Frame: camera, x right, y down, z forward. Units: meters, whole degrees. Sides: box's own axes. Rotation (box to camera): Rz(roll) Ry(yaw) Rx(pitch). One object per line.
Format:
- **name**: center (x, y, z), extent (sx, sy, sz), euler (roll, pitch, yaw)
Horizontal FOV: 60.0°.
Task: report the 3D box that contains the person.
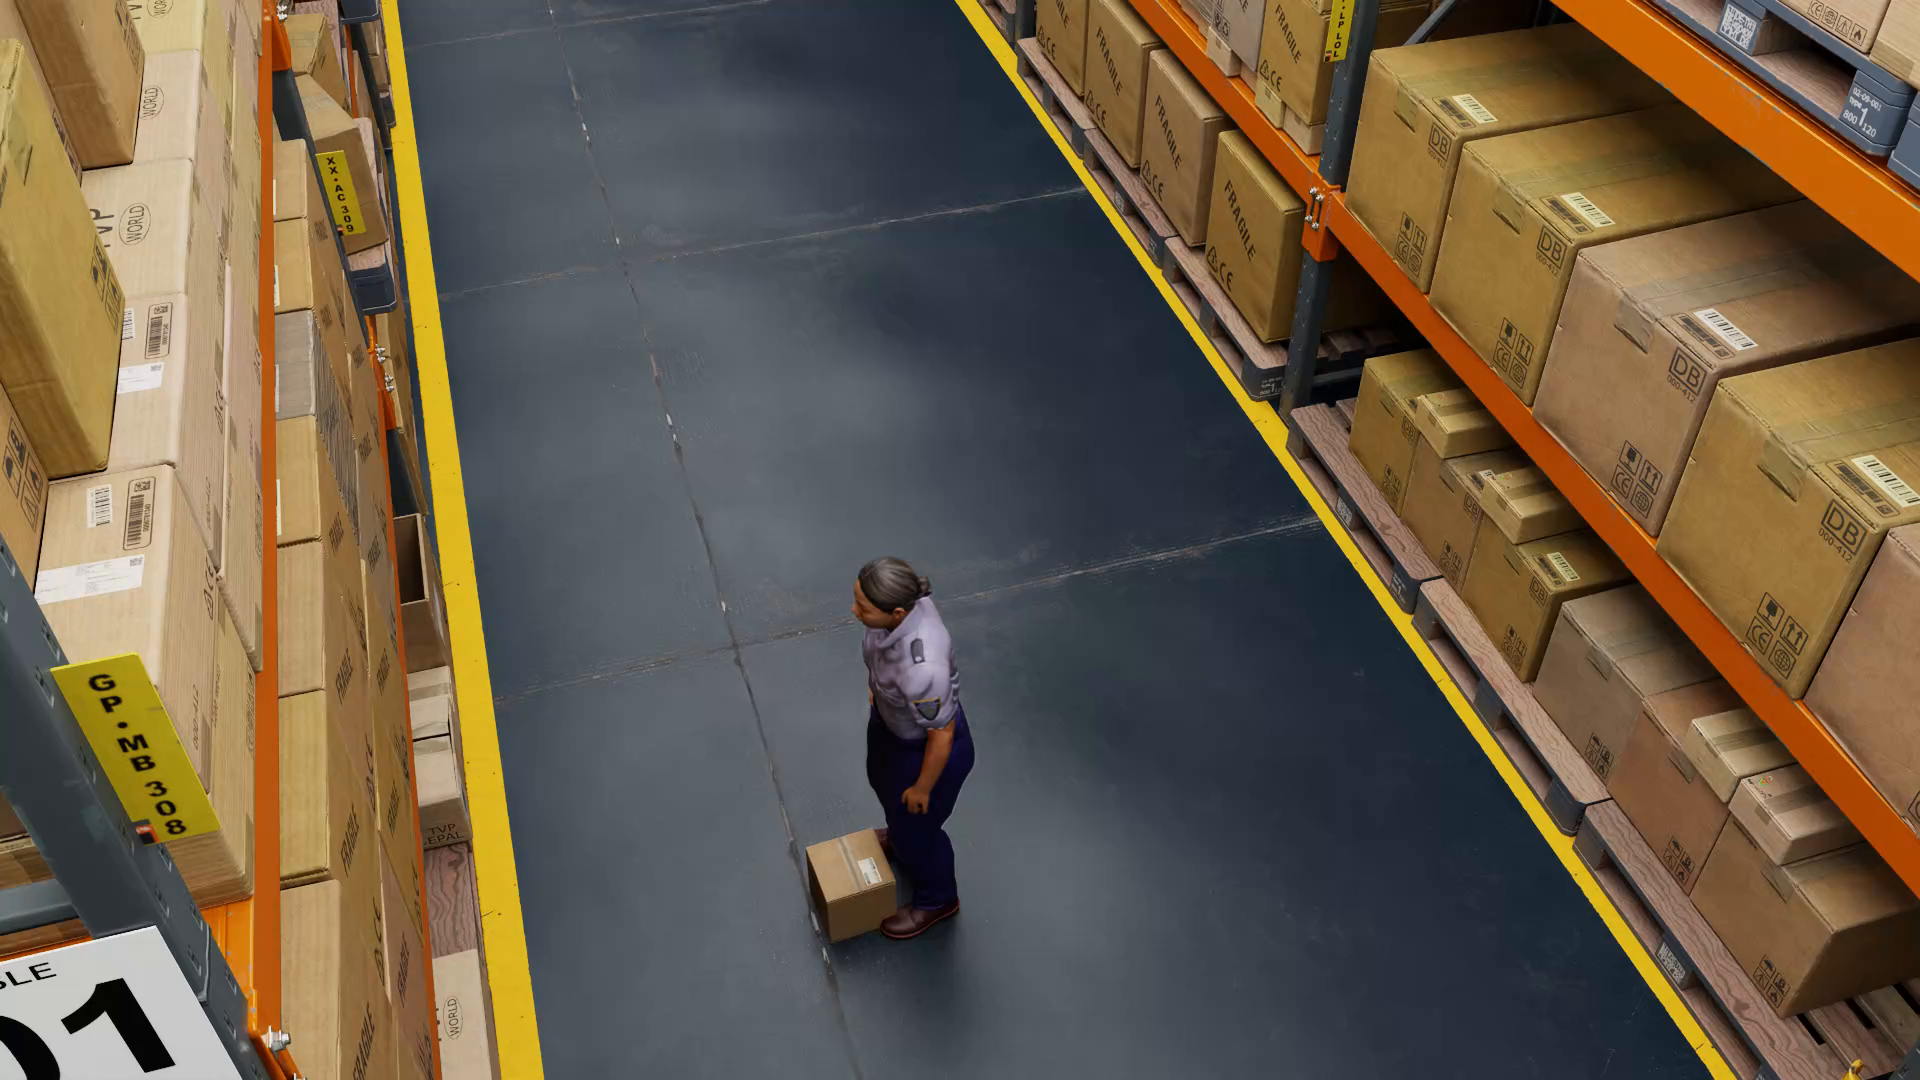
- **person**: center (-0.161, 0.645, 5.462), extent (0.368, 1.652, 0.541), euler (-12, 44, -13)
